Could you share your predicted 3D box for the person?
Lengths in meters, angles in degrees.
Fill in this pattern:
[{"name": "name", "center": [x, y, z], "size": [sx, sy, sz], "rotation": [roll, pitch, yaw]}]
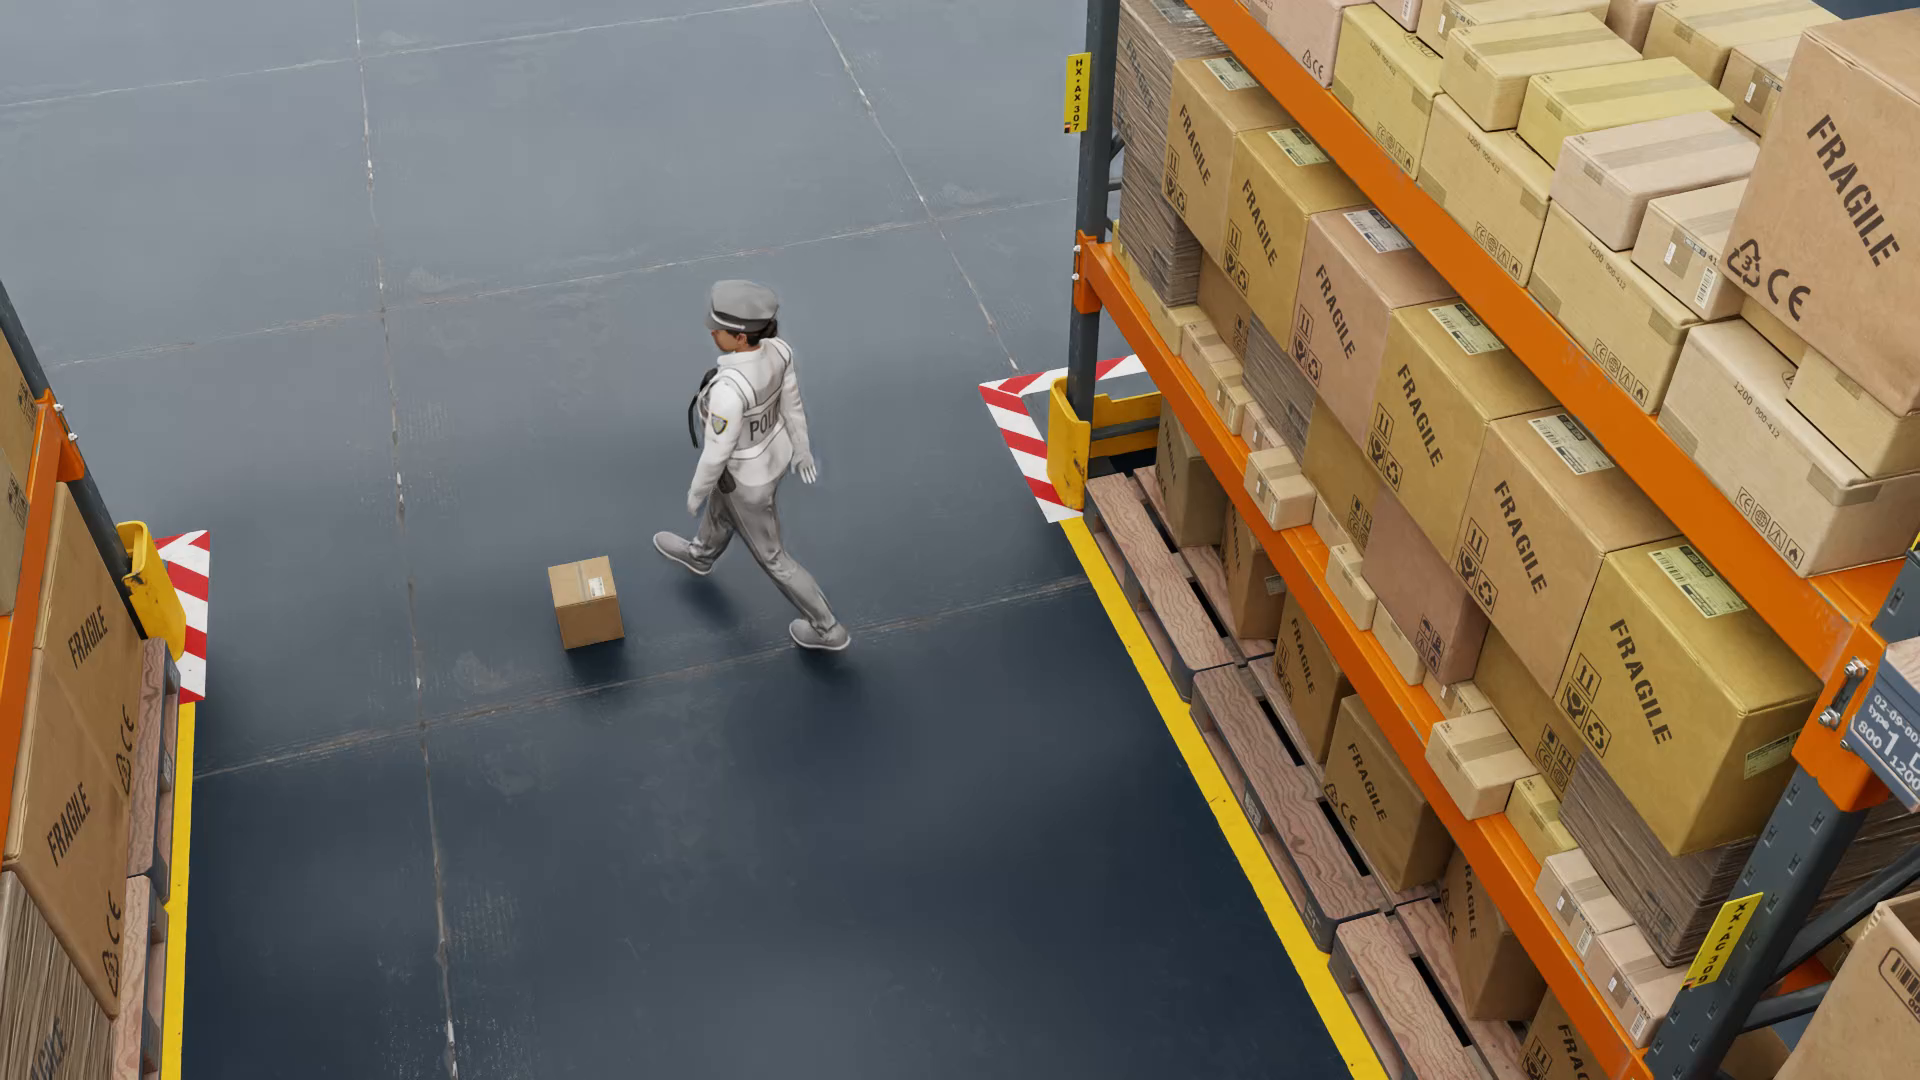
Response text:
[{"name": "person", "center": [-0.894, -0.308, 6.503], "size": [1.028, 1.609, 0.510], "rotation": [14, 44, 15]}]
